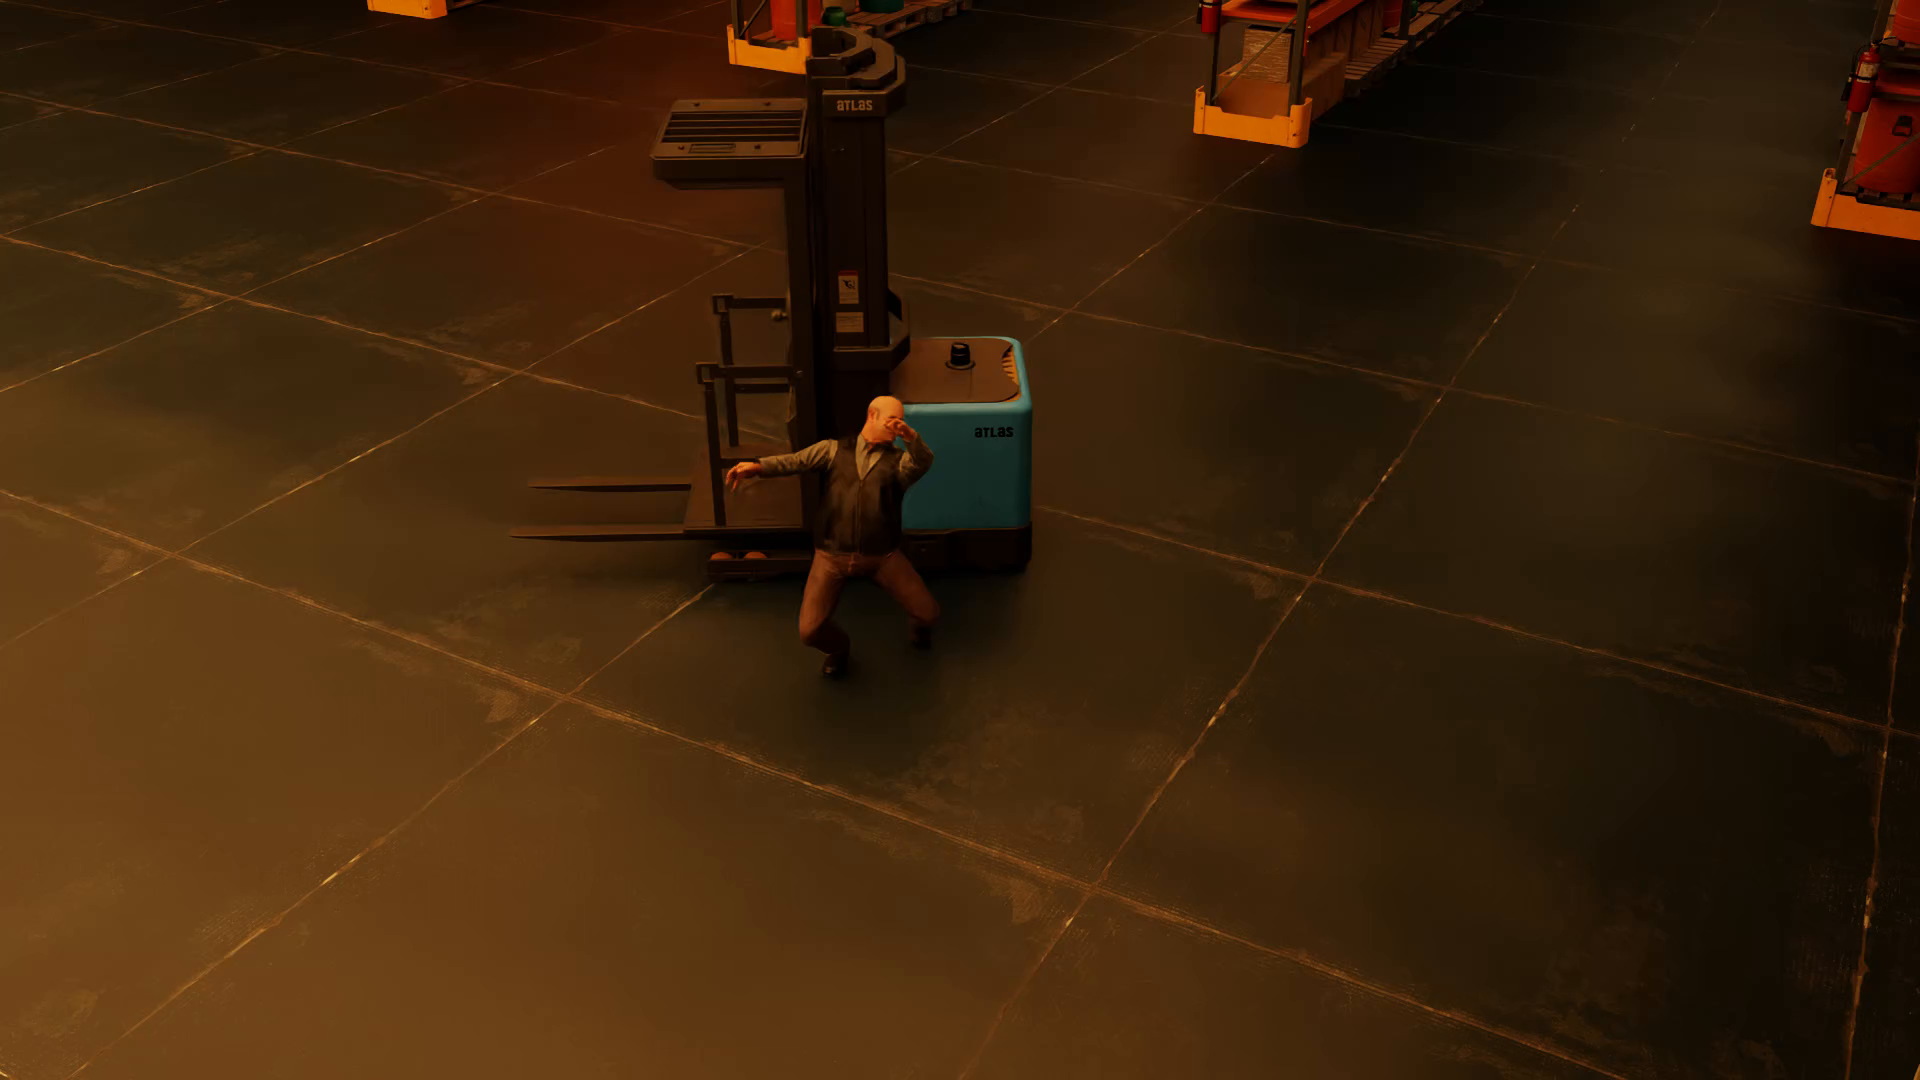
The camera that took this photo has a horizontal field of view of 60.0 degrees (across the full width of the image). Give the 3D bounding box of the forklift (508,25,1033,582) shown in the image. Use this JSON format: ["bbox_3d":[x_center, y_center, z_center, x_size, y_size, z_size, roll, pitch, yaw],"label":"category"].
[{"bbox_3d":[-1.113,-1.300,9.322,3.031,2.935,1.130,-1,30,-2],"label":"forklift"}]

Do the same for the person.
[{"bbox_3d":[-0.635,-0.026,8.446,1.046,1.549,0.665,-4,30,-6],"label":"person"}]
